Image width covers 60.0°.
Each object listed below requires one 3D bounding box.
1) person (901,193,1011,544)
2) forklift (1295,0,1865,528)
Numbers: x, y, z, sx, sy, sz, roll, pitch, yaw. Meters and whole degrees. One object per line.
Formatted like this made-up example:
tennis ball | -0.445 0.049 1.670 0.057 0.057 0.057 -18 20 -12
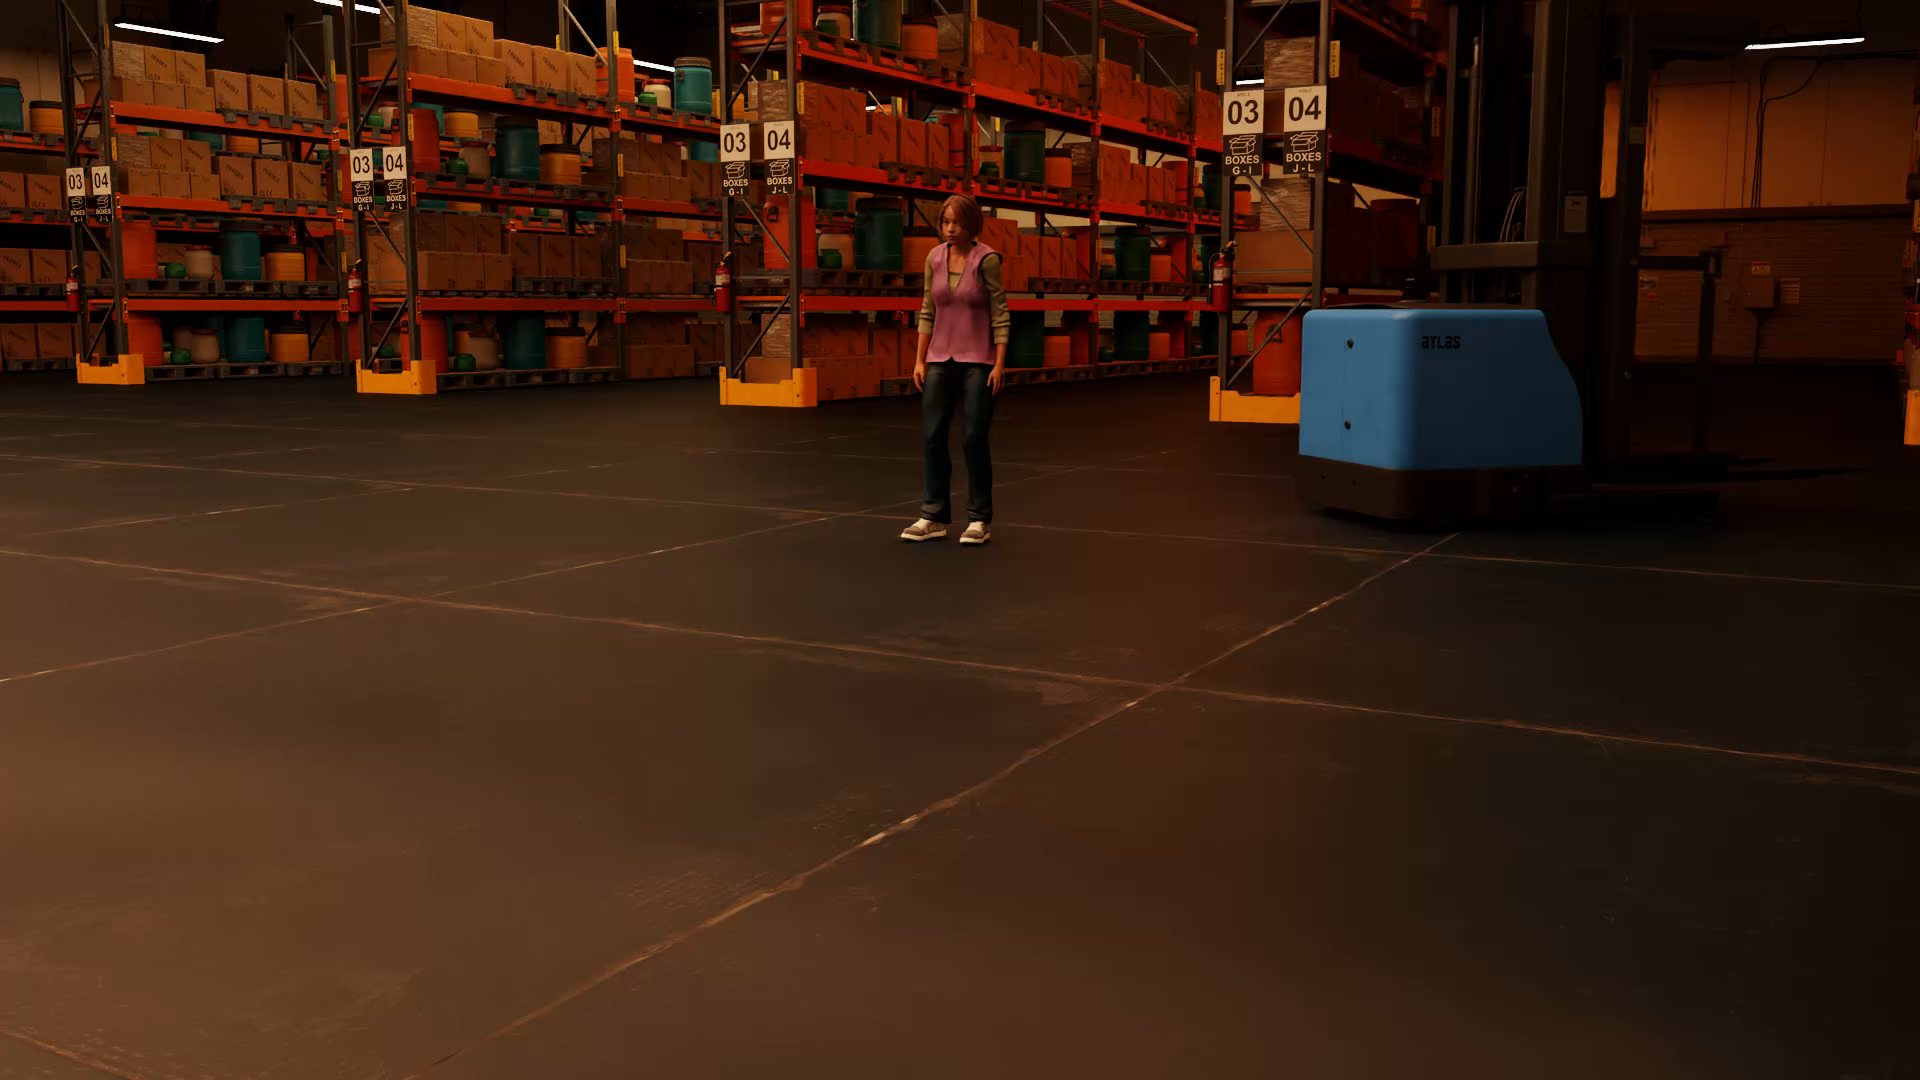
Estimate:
person | -0.001 -0.784 7.682 0.481 1.591 0.345 4 9 25
forklift | 3.364 -1.604 8.712 3.031 2.935 1.130 -2 8 -17
